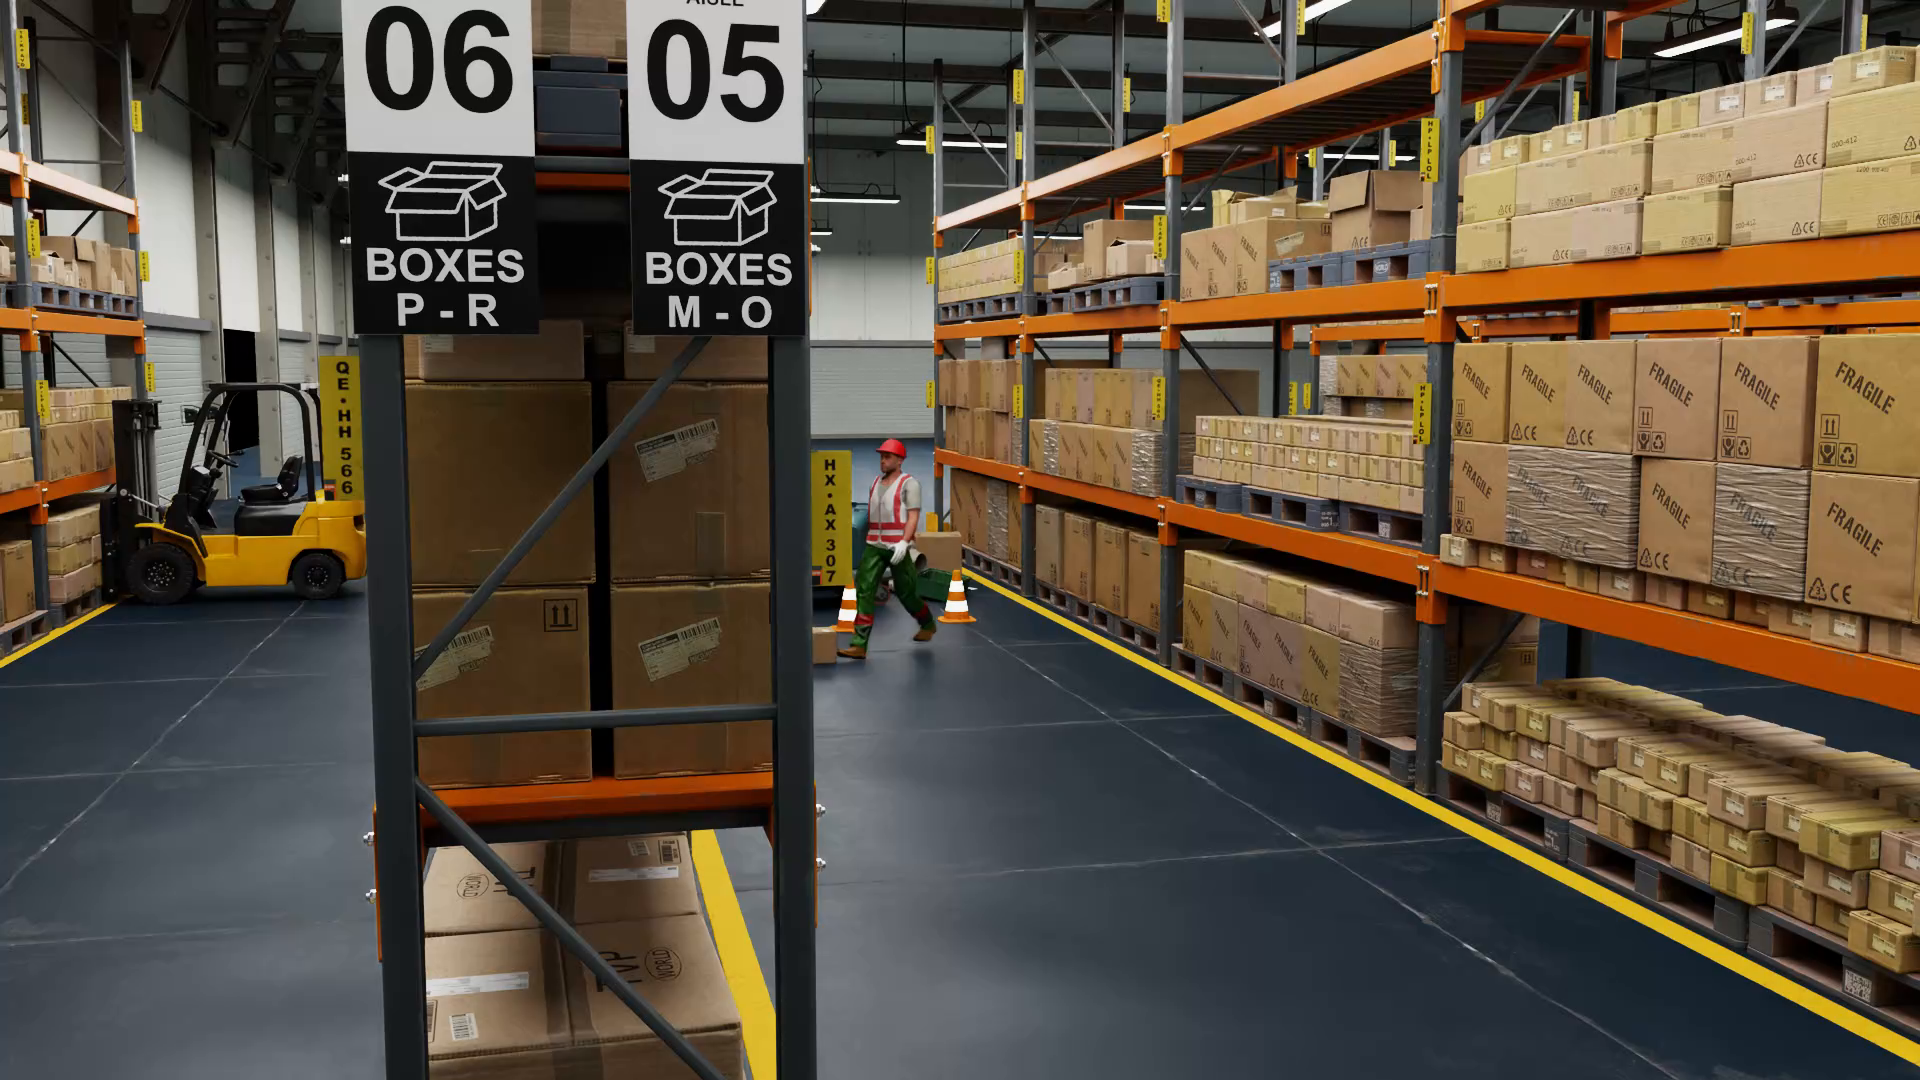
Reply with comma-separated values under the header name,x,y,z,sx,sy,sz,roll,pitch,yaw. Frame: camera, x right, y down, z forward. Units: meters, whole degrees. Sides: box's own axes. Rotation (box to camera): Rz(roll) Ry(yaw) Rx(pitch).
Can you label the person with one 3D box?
name,x,y,z,sx,sy,sz,roll,pitch,yaw
person,-0.573,0.067,13.322,0.536,1.746,1.040,4,7,31
